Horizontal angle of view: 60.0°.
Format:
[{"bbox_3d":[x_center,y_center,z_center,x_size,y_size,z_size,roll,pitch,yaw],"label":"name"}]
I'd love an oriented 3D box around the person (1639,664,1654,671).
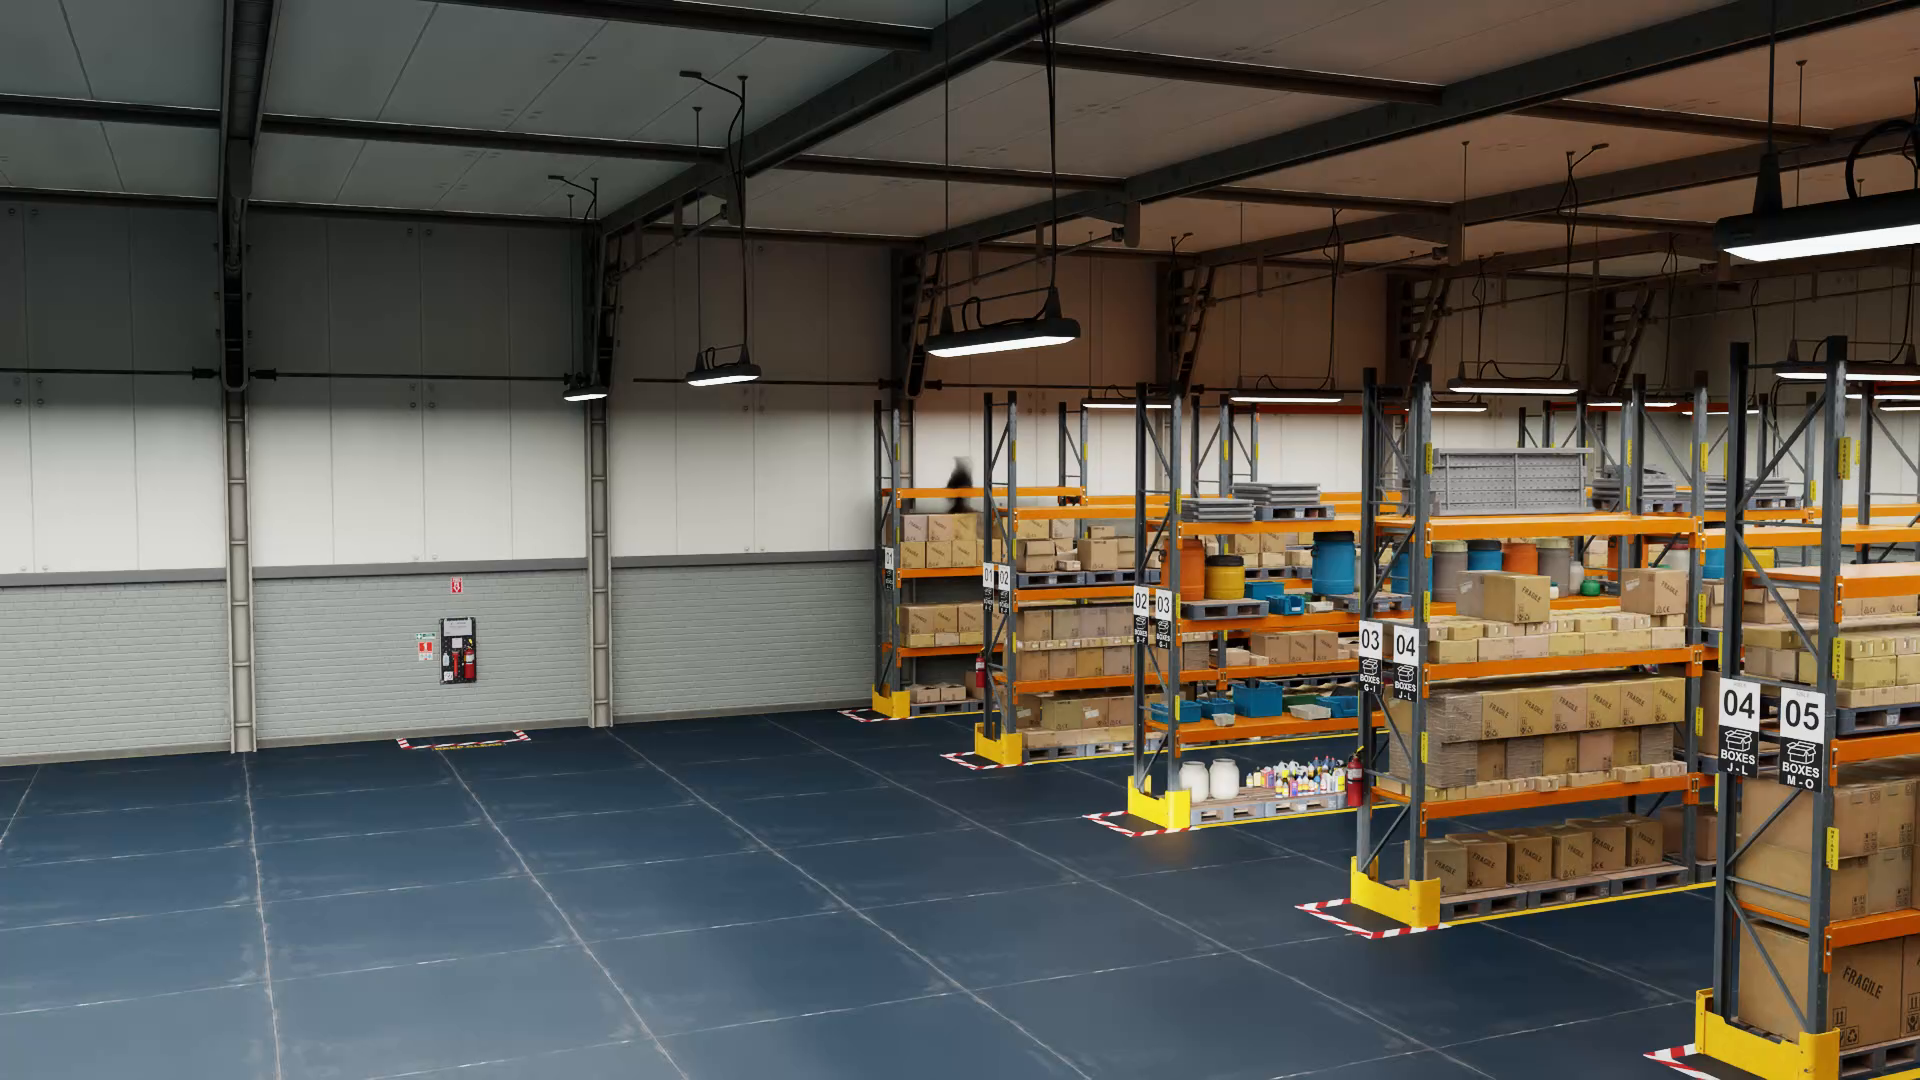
[{"bbox_3d":[12.621,2.547,30.615,0.846,1.705,0.589,-2,4,-27],"label":"person"}]
